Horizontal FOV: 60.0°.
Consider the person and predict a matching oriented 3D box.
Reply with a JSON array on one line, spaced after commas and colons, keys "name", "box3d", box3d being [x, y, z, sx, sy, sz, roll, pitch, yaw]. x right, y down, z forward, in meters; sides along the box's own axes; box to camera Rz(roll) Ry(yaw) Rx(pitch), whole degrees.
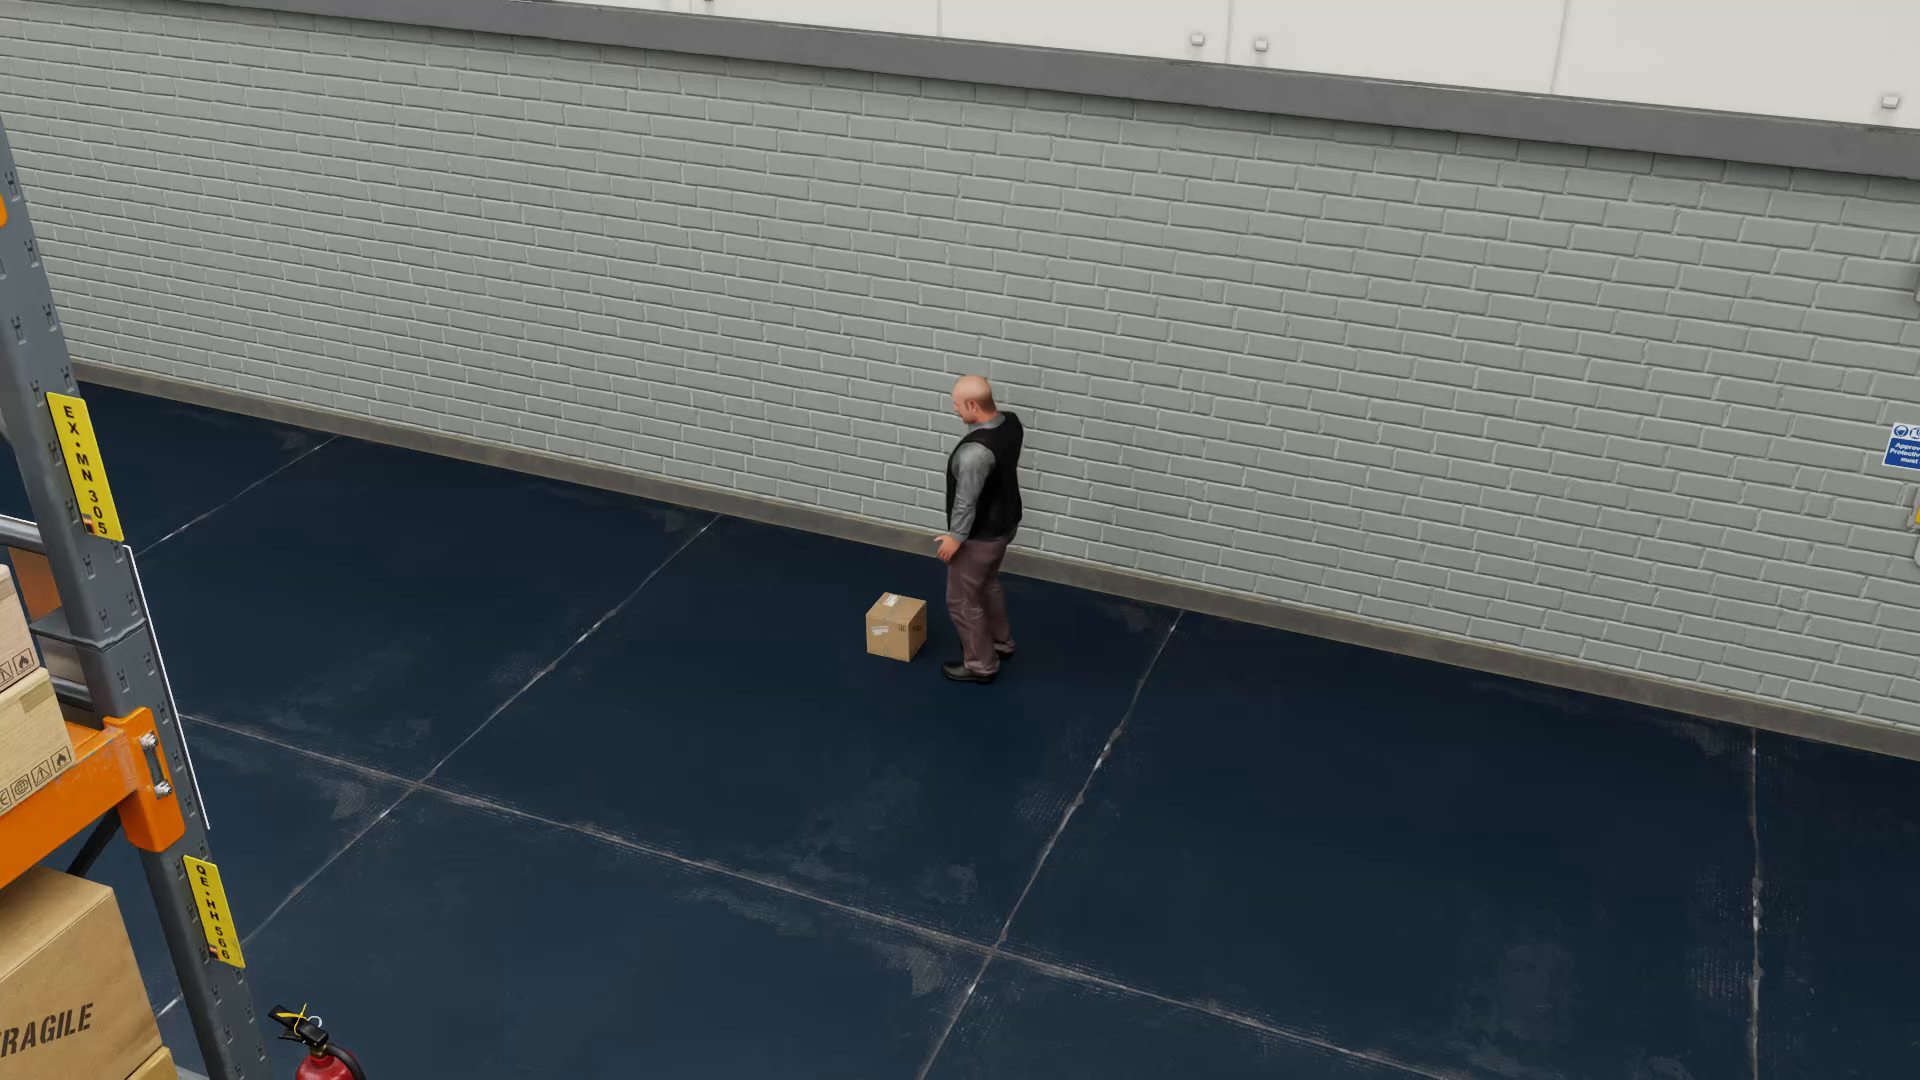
[{"name": "person", "box3d": [0.106, -0.049, 8.535, 0.363, 1.705, 0.540, 12, 32, 20]}]
